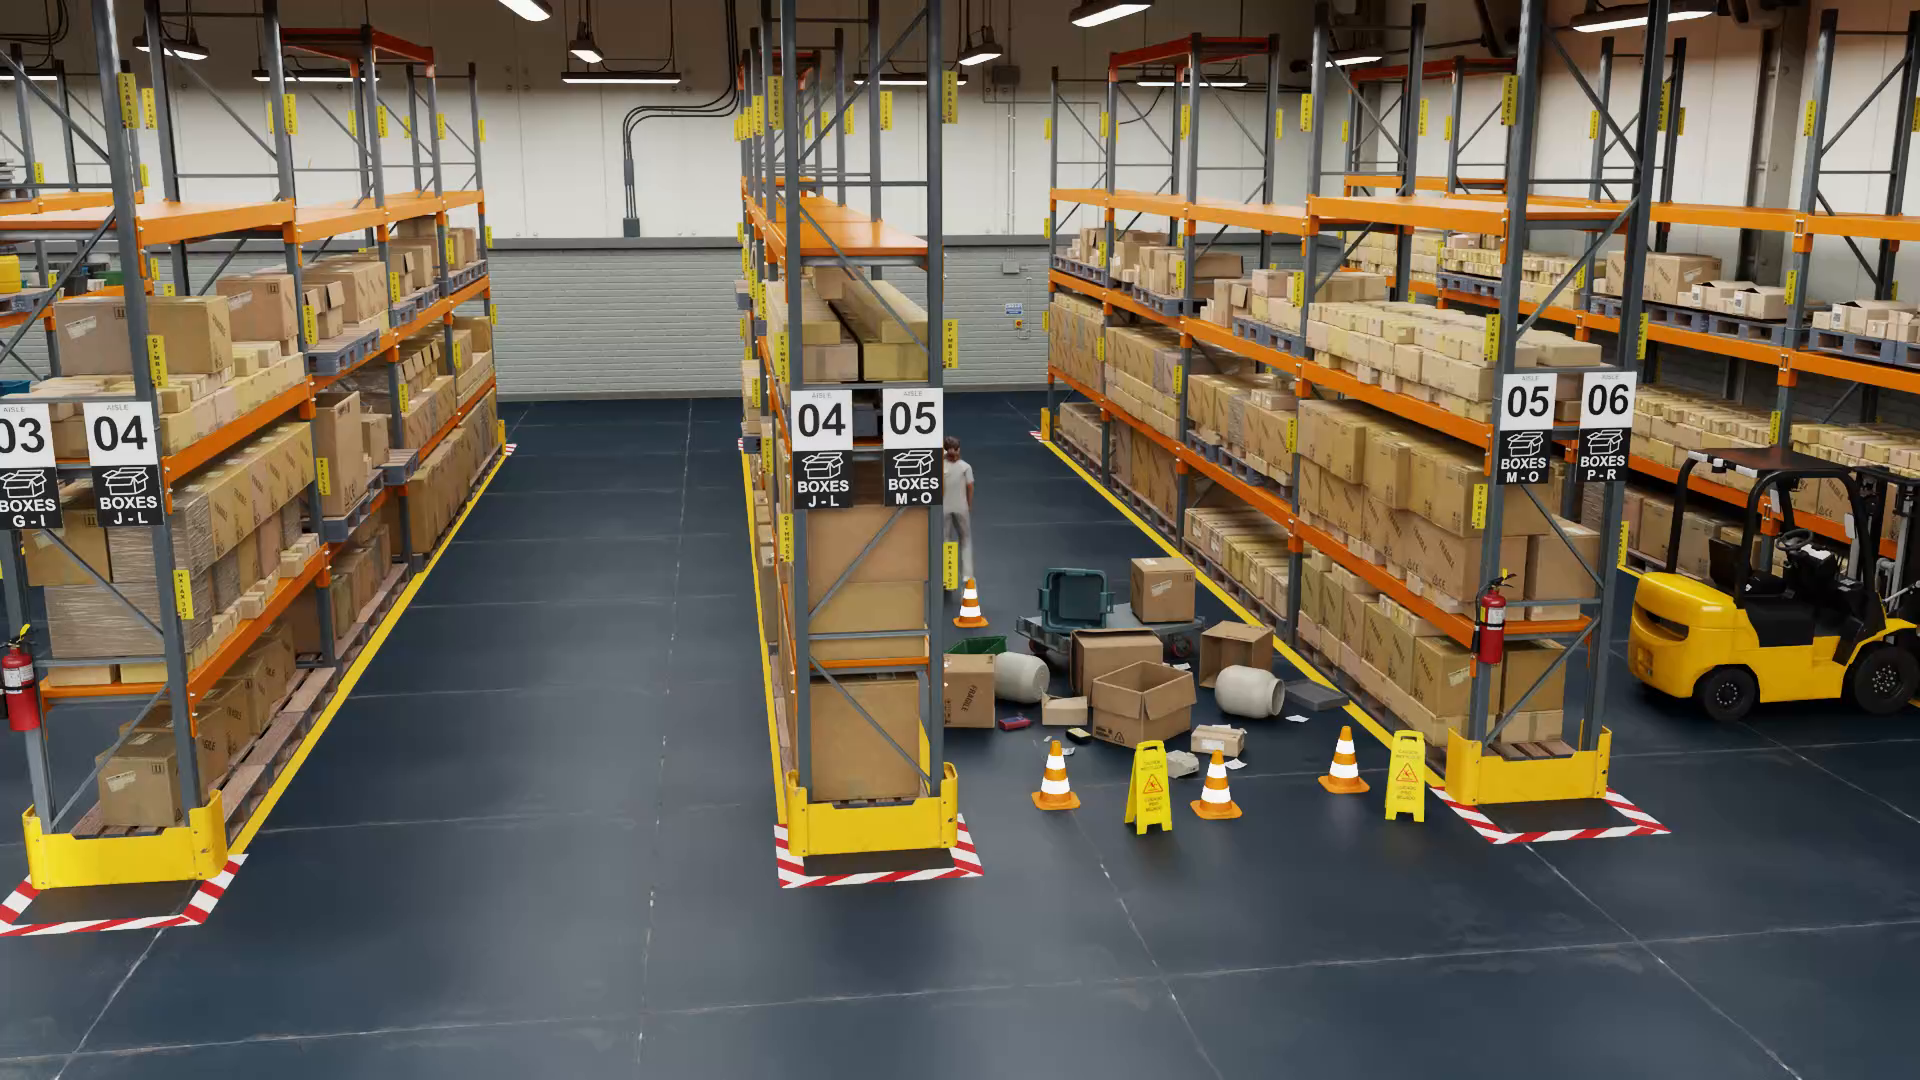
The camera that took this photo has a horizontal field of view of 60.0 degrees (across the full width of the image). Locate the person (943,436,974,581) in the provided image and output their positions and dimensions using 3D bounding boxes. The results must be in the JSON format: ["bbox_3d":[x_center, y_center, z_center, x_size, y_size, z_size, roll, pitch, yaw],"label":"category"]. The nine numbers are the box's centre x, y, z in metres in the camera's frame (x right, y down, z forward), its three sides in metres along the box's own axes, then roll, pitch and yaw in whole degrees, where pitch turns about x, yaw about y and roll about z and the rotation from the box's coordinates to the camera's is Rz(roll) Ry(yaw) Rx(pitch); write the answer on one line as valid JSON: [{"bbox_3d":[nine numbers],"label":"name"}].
[{"bbox_3d":[-0.070,-0.321,18.301,0.485,1.677,0.543,-1,13,-5],"label":"person"}]
